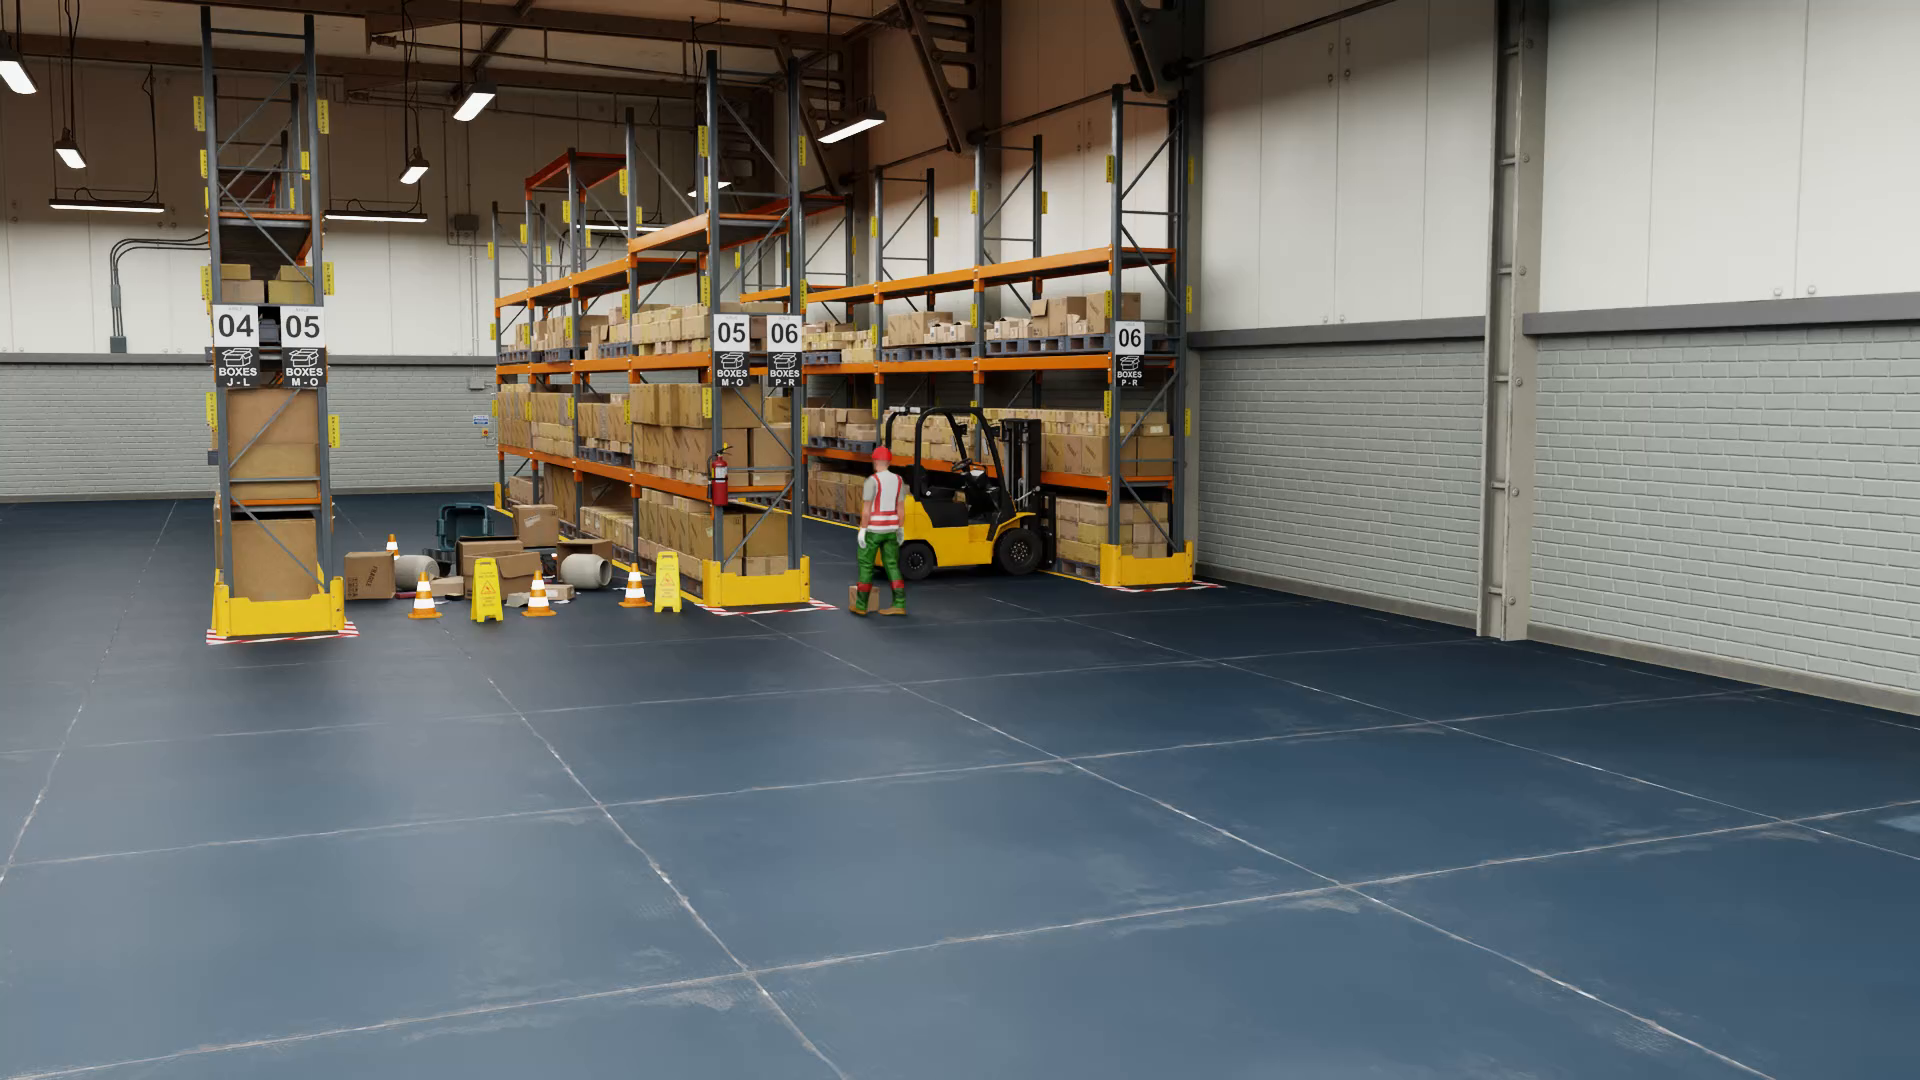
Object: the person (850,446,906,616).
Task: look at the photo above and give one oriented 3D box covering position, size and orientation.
[{"bbox_3d":[-0.895,-0.098,17.604,0.574,1.786,0.618,-5,7,-41],"label":"person"}]
